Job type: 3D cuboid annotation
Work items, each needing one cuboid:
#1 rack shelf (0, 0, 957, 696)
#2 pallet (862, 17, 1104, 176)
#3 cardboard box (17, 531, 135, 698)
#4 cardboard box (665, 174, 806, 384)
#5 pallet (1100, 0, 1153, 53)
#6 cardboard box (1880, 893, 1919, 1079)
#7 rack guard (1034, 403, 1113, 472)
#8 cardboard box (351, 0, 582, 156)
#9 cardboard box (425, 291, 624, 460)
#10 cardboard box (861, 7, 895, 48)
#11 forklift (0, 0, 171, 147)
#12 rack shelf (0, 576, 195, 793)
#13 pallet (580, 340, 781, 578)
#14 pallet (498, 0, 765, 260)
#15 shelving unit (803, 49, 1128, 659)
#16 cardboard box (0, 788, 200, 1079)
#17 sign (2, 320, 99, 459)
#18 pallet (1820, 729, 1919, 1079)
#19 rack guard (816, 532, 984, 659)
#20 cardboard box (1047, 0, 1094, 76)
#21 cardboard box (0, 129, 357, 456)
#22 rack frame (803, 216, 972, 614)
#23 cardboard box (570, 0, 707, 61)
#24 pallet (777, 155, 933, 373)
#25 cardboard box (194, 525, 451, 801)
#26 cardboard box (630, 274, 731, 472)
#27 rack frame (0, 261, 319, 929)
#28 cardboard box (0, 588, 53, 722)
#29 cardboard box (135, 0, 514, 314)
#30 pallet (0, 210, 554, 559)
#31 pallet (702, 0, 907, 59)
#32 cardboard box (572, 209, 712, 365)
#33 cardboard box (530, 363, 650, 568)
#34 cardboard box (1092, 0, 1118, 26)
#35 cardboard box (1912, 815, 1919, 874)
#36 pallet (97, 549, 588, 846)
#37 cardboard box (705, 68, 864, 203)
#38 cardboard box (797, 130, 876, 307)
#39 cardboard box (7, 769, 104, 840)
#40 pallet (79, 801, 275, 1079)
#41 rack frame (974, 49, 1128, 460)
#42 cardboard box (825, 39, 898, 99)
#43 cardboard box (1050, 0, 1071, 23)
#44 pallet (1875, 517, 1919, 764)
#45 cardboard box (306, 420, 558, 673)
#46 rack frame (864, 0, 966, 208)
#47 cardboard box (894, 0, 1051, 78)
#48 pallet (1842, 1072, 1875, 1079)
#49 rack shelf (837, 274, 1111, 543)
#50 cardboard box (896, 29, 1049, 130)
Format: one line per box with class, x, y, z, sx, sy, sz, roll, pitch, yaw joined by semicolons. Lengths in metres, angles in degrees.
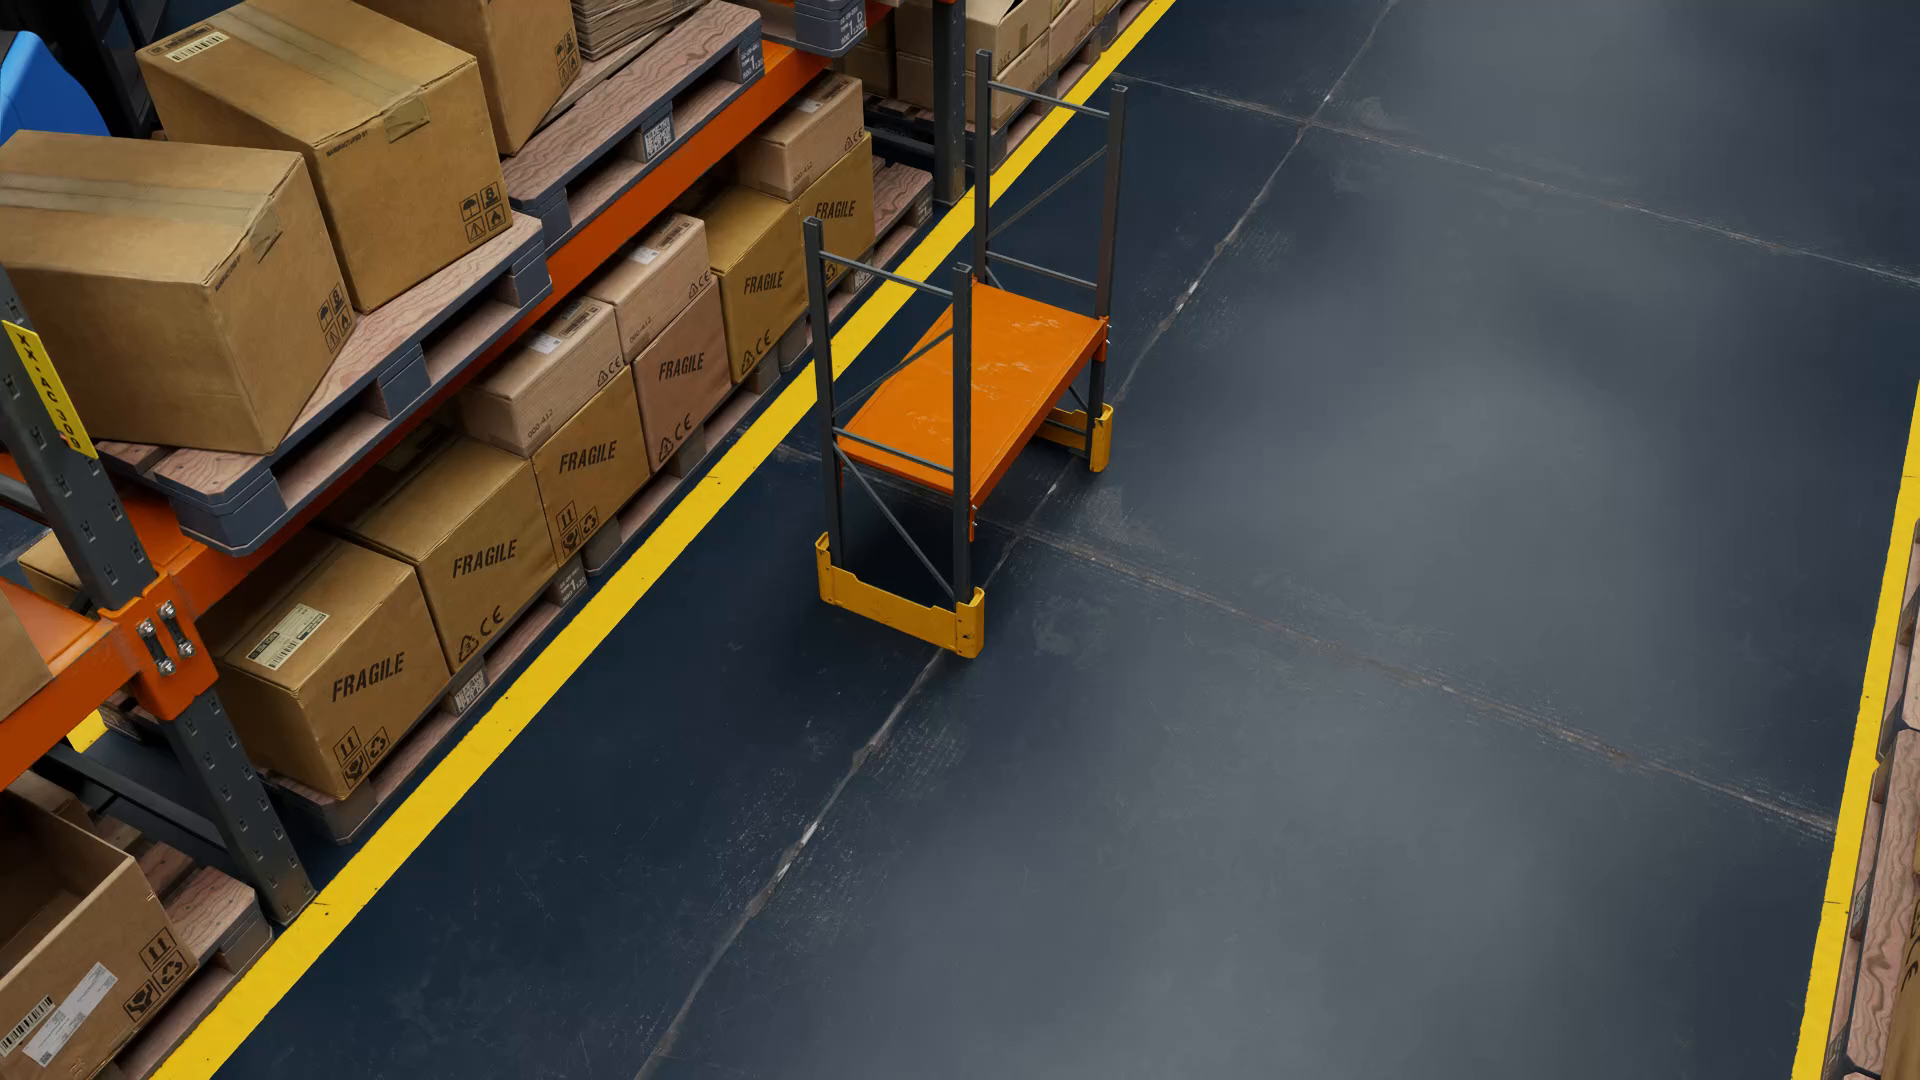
rack shelf;-1.375;-1.174;5.307;1.077;0.370;4.000;20;49;19
pallet;-0.029;-2.213;7.788;1.003;0.211;1.213;20;49;19
cardboard box;-2.328;0.151;4.940;0.500;0.500;0.500;20;49;19
cardboard box;-0.913;-0.970;6.048;0.500;0.500;0.500;19;48;18
pallet;0.538;-2.978;8.545;1.003;0.211;1.213;20;49;19
cardboard box;2.683;1.061;3.809;0.750;0.750;0.750;22;49;20
rack guard;0.267;-0.450;6.019;0.587;0.250;0.087;20;49;19
cardboard box;-1.538;-1.483;4.741;0.700;0.500;0.500;9;46;9
cardboard box;-1.398;-0.561;5.116;0.500;0.250;0.500;21;49;19
cardboard box;-0.421;-2.477;7.332;0.500;0.311;0.500;22;49;20
forklift;-3.992;-2.595;6.254;1.130;2.935;3.031;-6;46;-6
rack shelf;-3.231;1.346;2.817;1.077;0.370;4.000;20;49;19
pallet;-1.394;-0.483;6.079;1.003;0.211;1.213;20;49;19
pallet;-1.345;-1.393;5.153;1.003;0.211;1.213;20;49;19
shelving unit;0.035;-0.575;5.264;0.587;1.500;1.083;20;49;19
cardboard box;-2.316;1.009;4.091;0.500;0.500;0.500;20;49;19
sign;-1.819;-0.297;3.326;0.100;0.325;0.005;20;49;19
pallet;2.943;1.164;4.451;1.003;0.211;1.213;20;49;19
rack guard;-0.196;0.178;5.398;0.587;0.250;0.087;20;49;19
cardboard box;0.290;-2.418;7.669;0.500;0.250;0.500;19;48;18
cardboard box;-1.885;-0.574;3.843;0.700;0.500;0.500;6;46;6
rack frame;-0.196;-0.261;4.953;0.500;1.500;0.032;20;49;19
cardboard box;-1.232;-1.923;5.176;0.700;0.500;0.500;30;52;26
pallet;-0.826;-1.249;6.836;1.003;0.211;1.213;20;49;19
cardboard box;-1.863;0.333;4.760;0.500;0.500;0.500;18;48;17
cardboard box;-1.151;-0.638;5.719;0.500;0.500;0.500;19;48;18
rack frame;-2.303;-0.167;3.806;1.000;3.000;0.127;20;49;19
cardboard box;-2.308;0.197;3.376;0.500;0.500;0.500;21;49;20
cardboard box;-1.622;-1.029;4.292;0.700;0.500;0.500;28;52;25
pallet;-1.835;-0.567;4.336;1.003;0.211;1.213;20;49;19
pallet;-0.699;-2.169;5.920;1.213;0.211;1.003;20;49;19
cardboard box;-1.166;-0.877;5.429;0.500;0.250;0.500;20;49;18
cardboard box;-1.386;-0.319;5.405;0.500;0.500;0.500;21;49;20
cardboard box;0.526;-2.748;7.994;0.500;0.250;0.500;19;48;18
cardboard box;3.073;0.524;4.339;0.750;0.750;0.750;20;49;19
pallet;-1.959;0.288;5.317;1.003;0.211;1.213;20;49;19
cardboard box;-0.695;-1.523;6.067;0.500;0.250;0.500;22;49;21
cardboard box;-0.672;-1.296;6.370;0.500;0.500;0.500;22;49;21
cardboard box;-2.689;0.816;4.415;0.500;0.311;0.500;20;49;19
pallet;-2.623;1.245;4.371;1.003;0.211;1.213;20;49;19
rack frame;0.276;-0.901;5.586;0.500;1.500;0.032;20;49;19
cardboard box;-0.418;-2.280;7.532;0.500;0.250;0.500;22;49;20
cardboard box;0.293;-2.632;7.486;0.500;0.311;0.500;19;48;18
pallet;3.510;0.398;5.208;1.003;0.211;1.213;20;49;19
cardboard box;-1.625;-0.007;5.096;0.500;0.500;0.500;21;49;20
rack frame;-0.446;-2.687;6.297;1.000;3.000;0.127;20;49;19
cardboard box;0.057;-2.298;7.156;0.500;0.311;0.500;22;49;20
pallet;2.378;1.935;3.689;1.003;0.211;1.213;20;49;19
rack shelf;0.040;-0.455;5.398;0.538;0.185;1.000;20;49;19
cardboard box;0.057;-2.101;7.356;0.500;0.250;0.500;20;49;19
